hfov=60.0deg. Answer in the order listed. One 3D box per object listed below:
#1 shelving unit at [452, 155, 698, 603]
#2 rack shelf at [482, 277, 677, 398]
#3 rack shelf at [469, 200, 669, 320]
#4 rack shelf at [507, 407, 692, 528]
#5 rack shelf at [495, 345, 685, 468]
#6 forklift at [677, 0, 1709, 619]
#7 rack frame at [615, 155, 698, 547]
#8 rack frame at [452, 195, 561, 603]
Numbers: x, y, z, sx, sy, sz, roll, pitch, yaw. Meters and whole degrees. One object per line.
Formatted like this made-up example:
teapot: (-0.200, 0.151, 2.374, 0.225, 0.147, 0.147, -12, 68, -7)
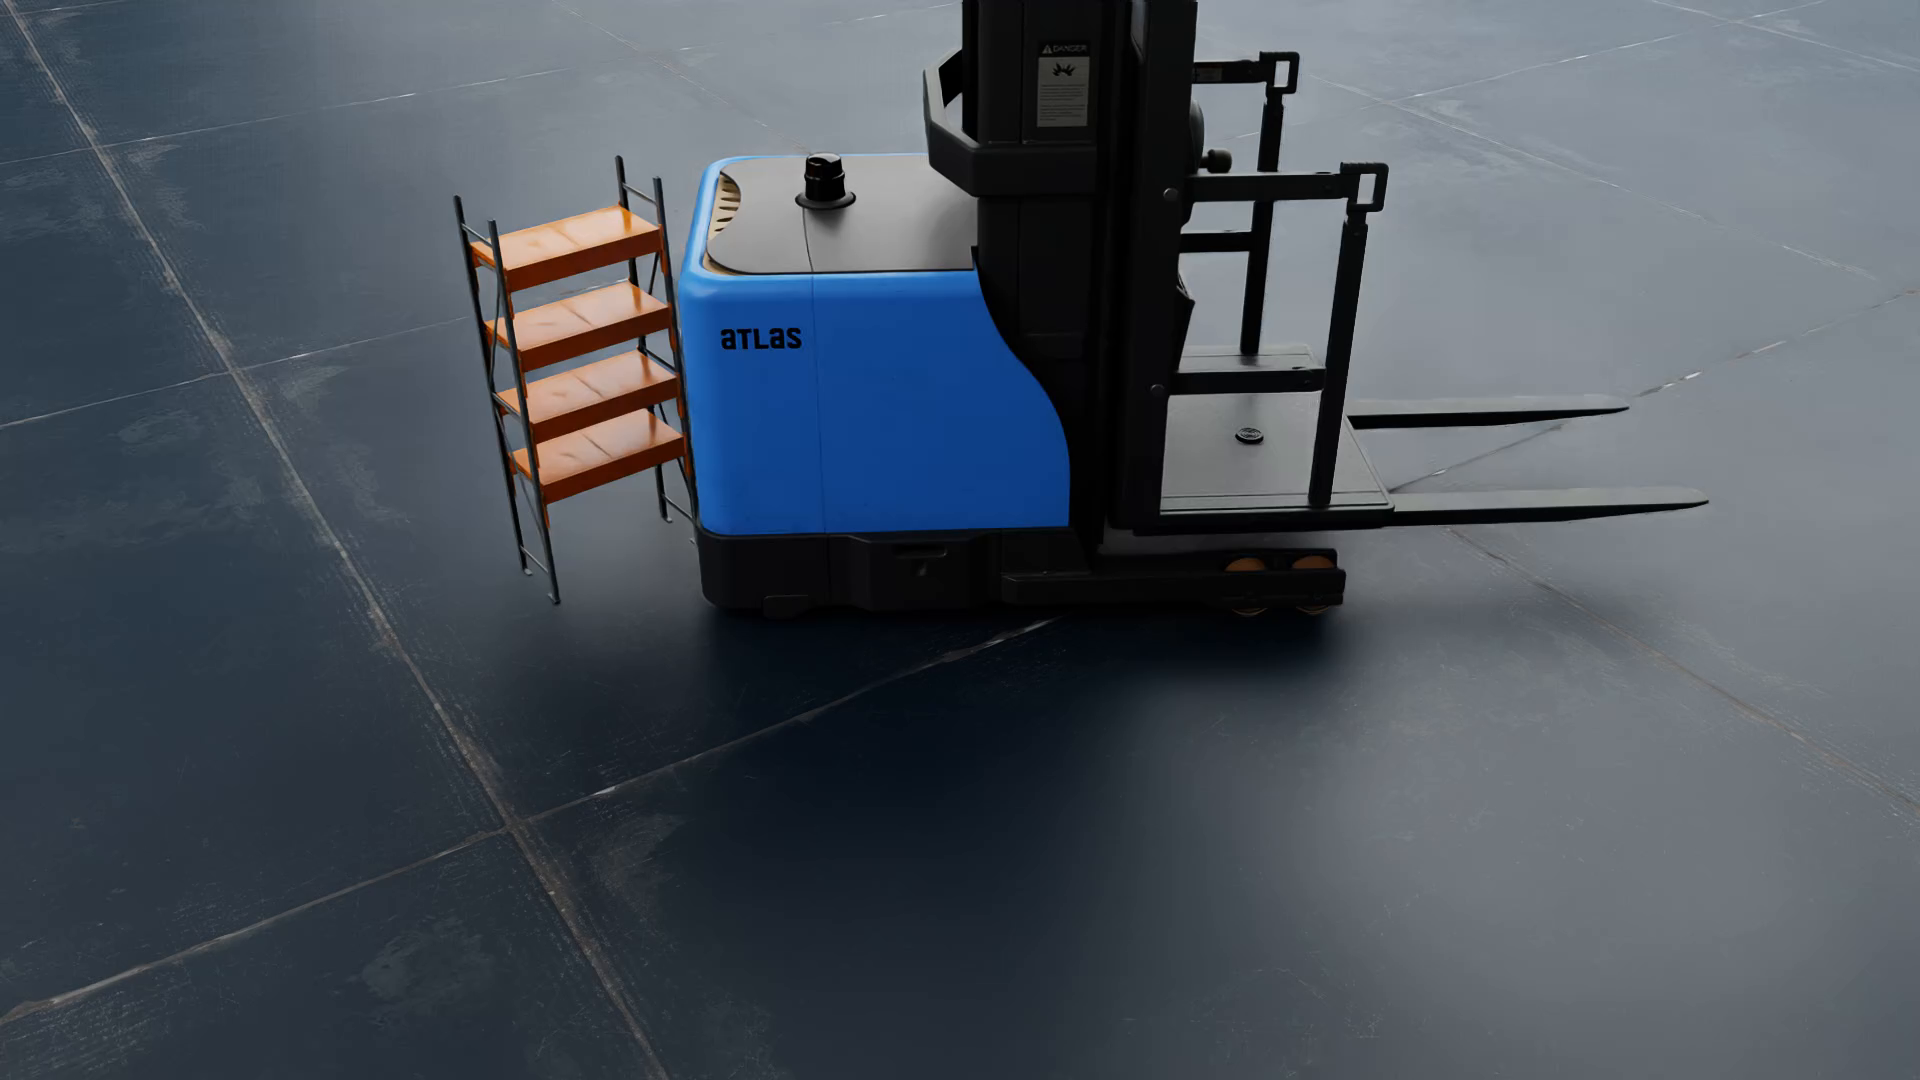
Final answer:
shelving unit: (-1.085, -0.453, 4.837, 0.503, 1.200, 0.258, -23, 39, -31)
rack shelf: (-1.087, -0.585, 4.753, 0.480, 0.148, 0.258, -23, 39, -31)
rack shelf: (-1.090, -0.785, 4.627, 0.480, 0.148, 0.258, -23, 39, -31)
rack shelf: (-1.082, -0.228, 4.979, 0.480, 0.148, 0.258, -23, 39, -31)
rack shelf: (-1.084, -0.396, 4.873, 0.480, 0.148, 0.258, -23, 39, -31)
forklift: (0.733, -1.301, 4.565, 3.031, 2.935, 1.130, -2, 32, -3)
rack frame: (-0.893, -0.536, 4.963, 0.015, 1.200, 0.240, -23, 39, -31)
rack frame: (-1.277, -0.371, 4.711, 0.015, 1.200, 0.240, -23, 39, -31)
